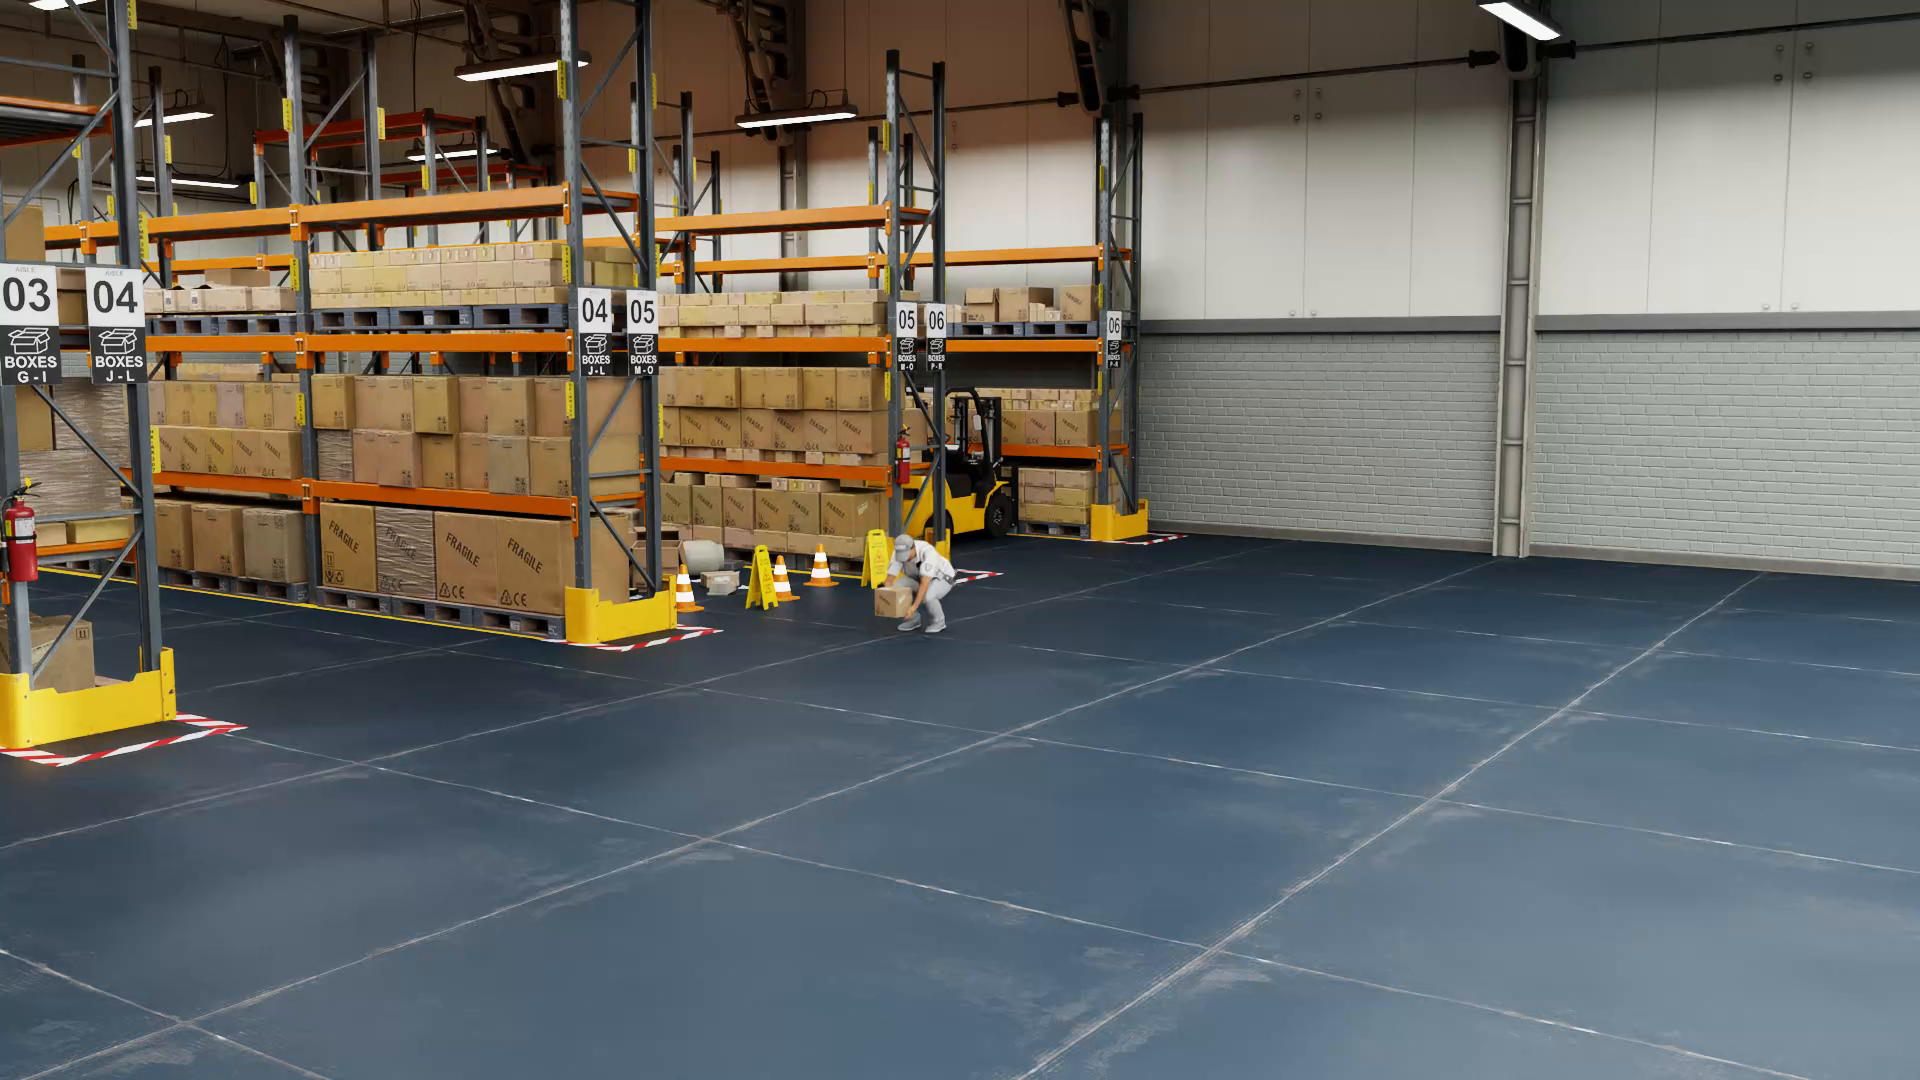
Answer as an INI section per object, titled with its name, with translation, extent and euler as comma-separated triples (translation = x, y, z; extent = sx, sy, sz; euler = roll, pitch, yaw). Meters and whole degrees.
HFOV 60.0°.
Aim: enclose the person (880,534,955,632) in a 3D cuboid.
[person]
translation = -0.389, 0.393, 15.696
extent = 0.517, 0.959, 0.851
euler = 4, 8, 33
